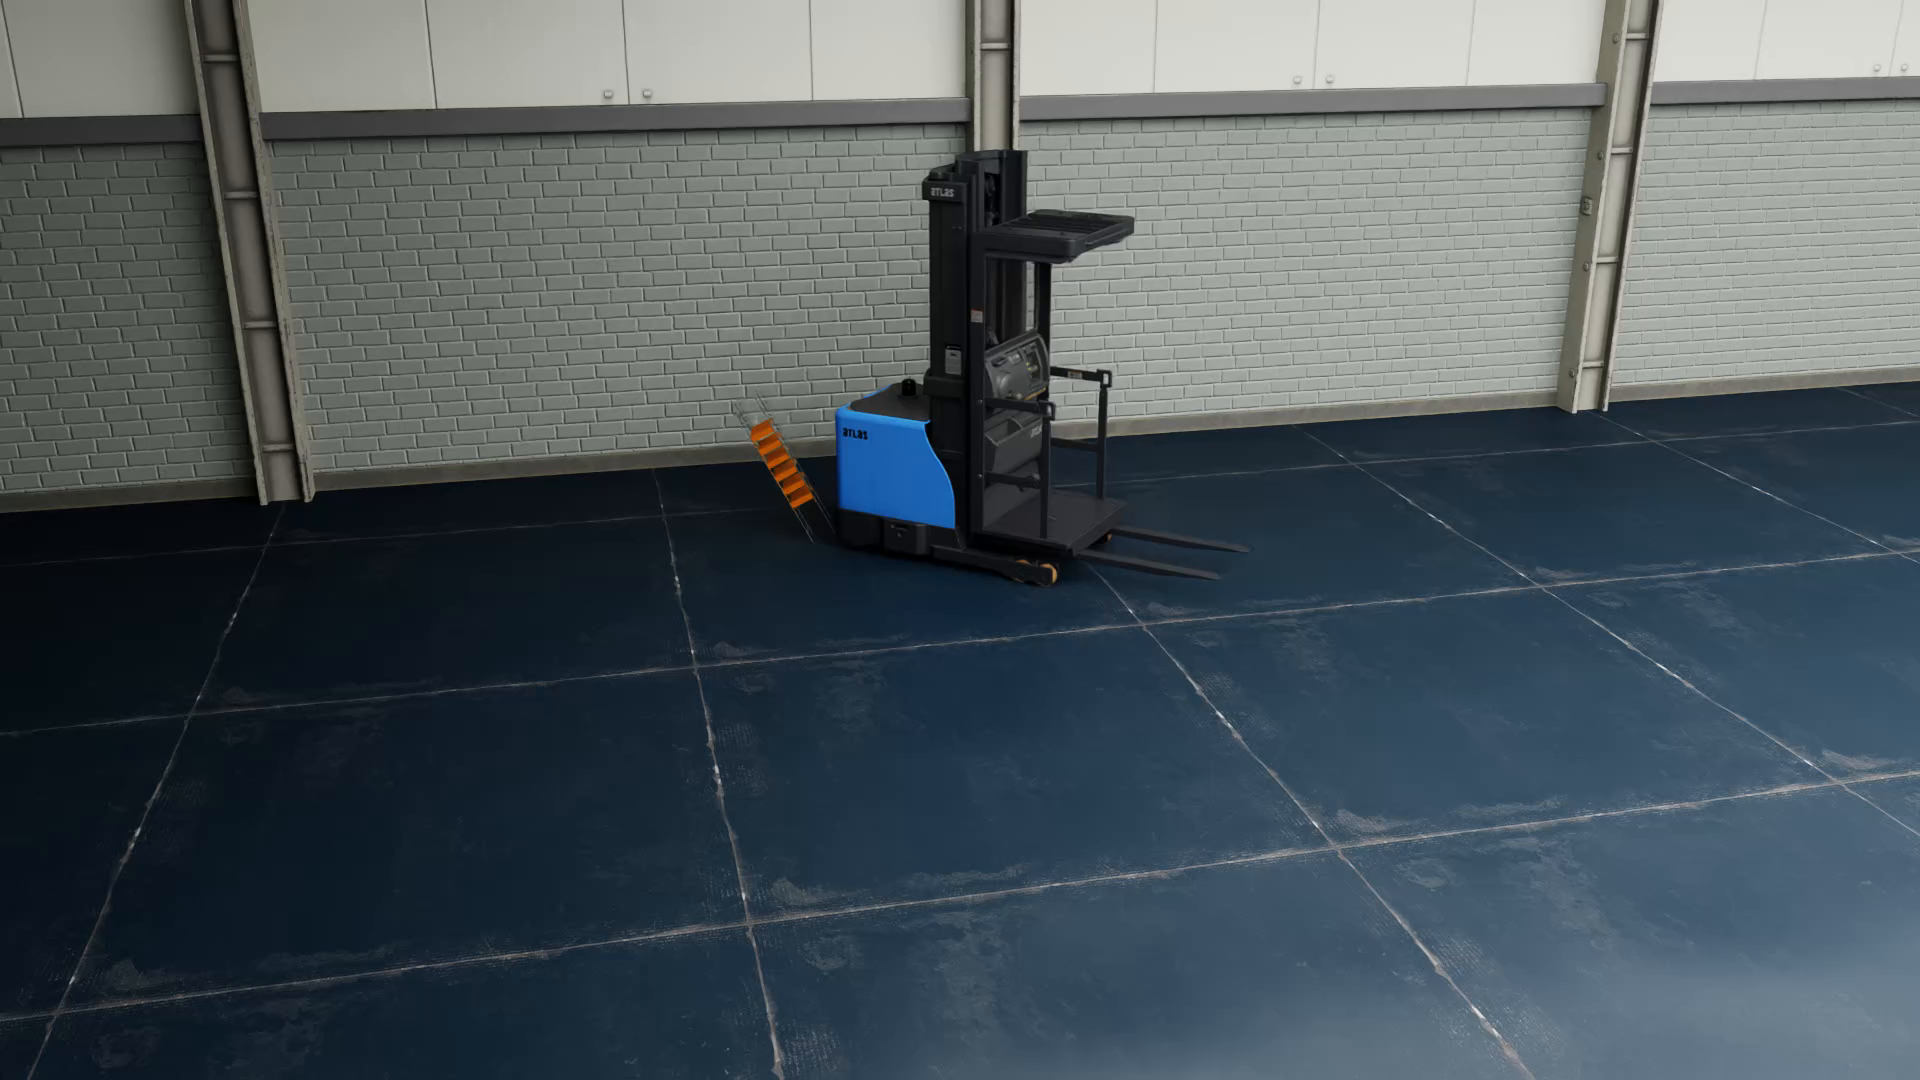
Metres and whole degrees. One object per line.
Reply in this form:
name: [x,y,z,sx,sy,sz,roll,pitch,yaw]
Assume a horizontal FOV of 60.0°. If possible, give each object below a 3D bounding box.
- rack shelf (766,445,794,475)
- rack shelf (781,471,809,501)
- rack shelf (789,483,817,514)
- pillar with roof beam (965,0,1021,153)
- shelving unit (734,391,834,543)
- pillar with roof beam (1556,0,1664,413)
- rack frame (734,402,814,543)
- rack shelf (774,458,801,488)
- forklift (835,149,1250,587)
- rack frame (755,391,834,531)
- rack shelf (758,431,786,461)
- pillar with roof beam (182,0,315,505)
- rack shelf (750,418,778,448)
rack shelf: [-1.368,-0.613,12.613,0.180,0.103,0.258,-28,20,3]
rack shelf: [-1.258,-0.417,12.695,0.180,0.103,0.258,-28,20,3]
rack shelf: [-1.203,-0.319,12.737,0.180,0.103,0.258,-28,20,3]
pillar with roof beam: [1.263,-3.611,9.590,0.400,9.000,9.100,-5,21,-12]
shelving unit: [-1.333,-0.552,12.639,0.189,1.200,0.258,-28,20,3]
pillar with roof beam: [7.102,-4.086,10.886,0.400,9.000,9.100,-5,21,-12]
rack frame: [-1.414,-0.509,12.644,0.006,1.200,0.240,-28,20,3]
rack shelf: [-1.313,-0.515,12.654,0.180,0.103,0.258,-28,20,3]
forklift: [0.599,-1.246,11.955,3.031,2.935,1.130,10,23,26]
rack frame: [-1.253,-0.594,12.633,0.006,1.200,0.240,-28,20,3]
rack shelf: [-1.423,-0.712,12.571,0.180,0.103,0.258,-28,20,3]
pillar with roof beam: [-4.576,-3.136,8.293,0.400,9.000,9.100,-5,21,-12]
rack shelf: [-1.478,-0.810,12.530,0.180,0.103,0.258,-28,20,3]
